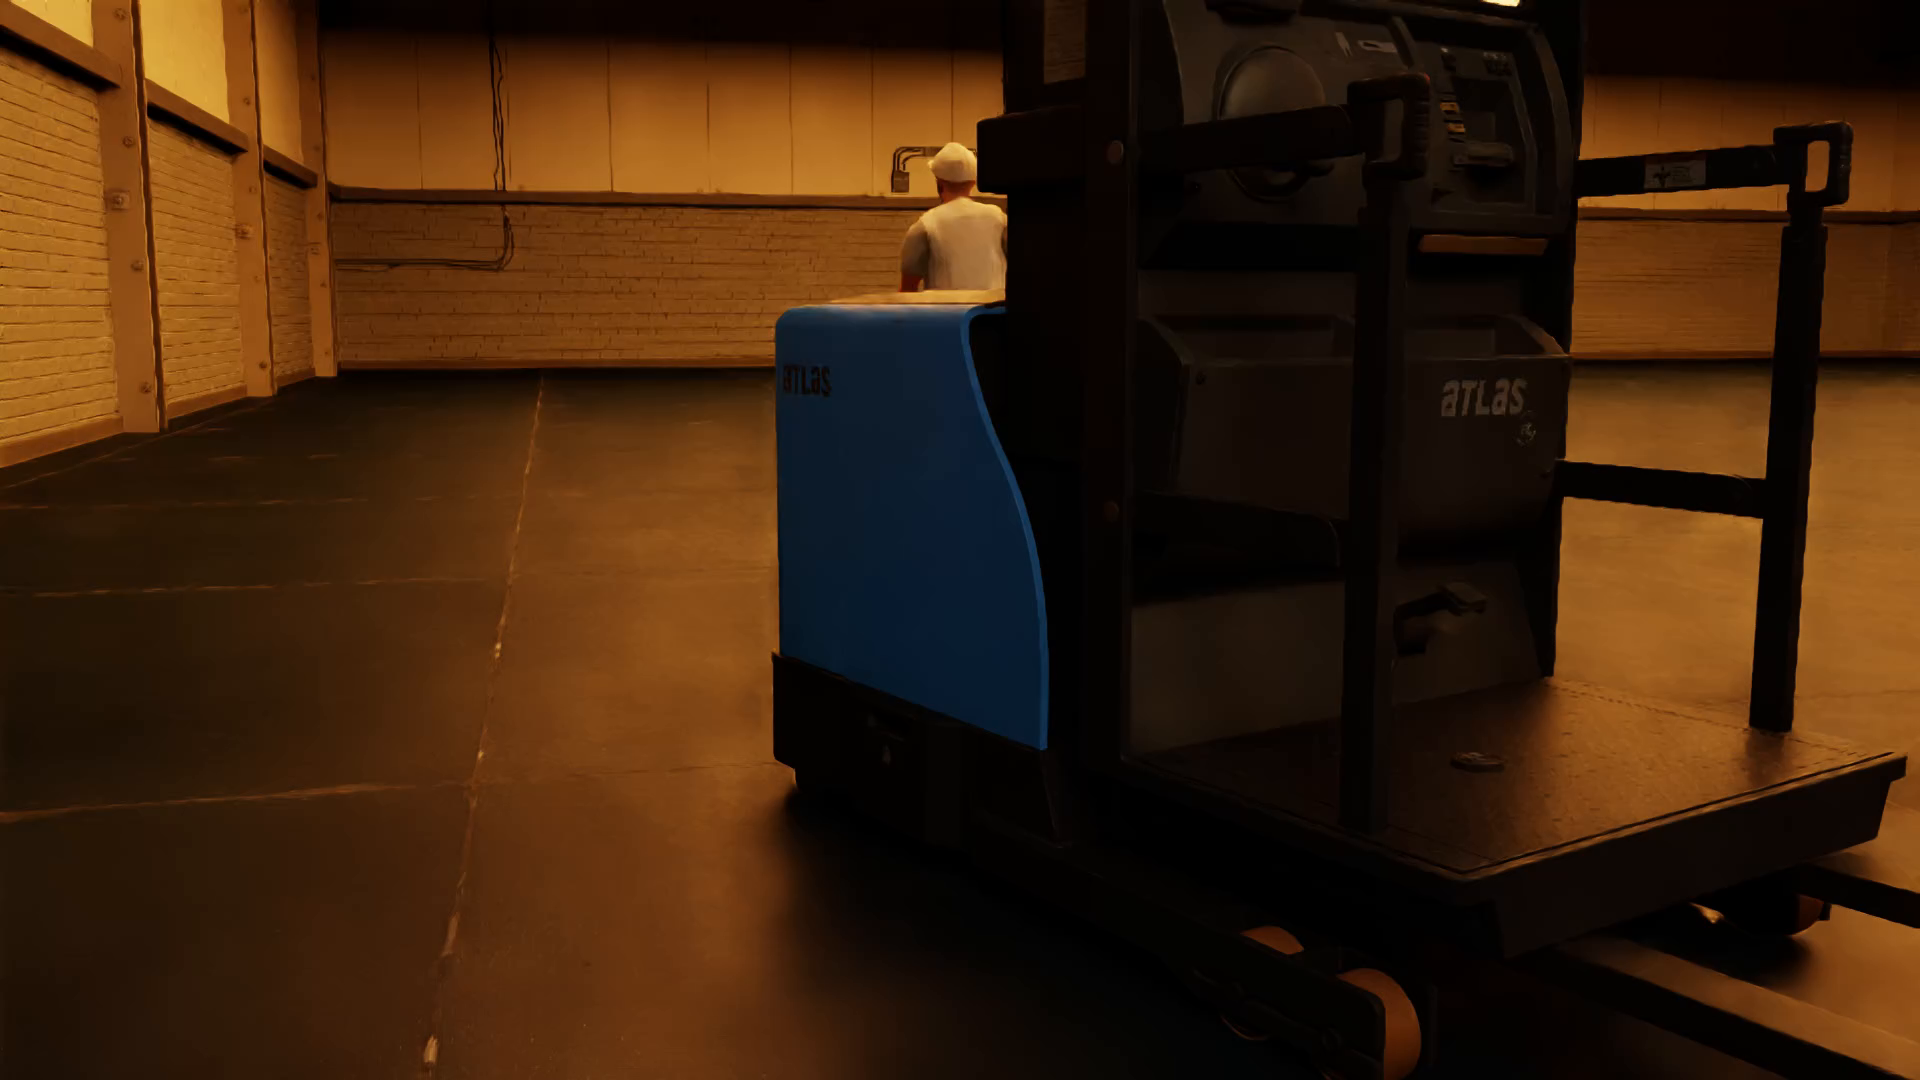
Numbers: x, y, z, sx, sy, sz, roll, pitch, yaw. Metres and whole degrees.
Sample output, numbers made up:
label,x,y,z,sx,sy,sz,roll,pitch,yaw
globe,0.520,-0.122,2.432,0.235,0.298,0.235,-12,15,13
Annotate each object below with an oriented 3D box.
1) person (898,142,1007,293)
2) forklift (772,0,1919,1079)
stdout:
label,x,y,z,sx,sy,sz,roll,pitch,yaw
person,-0.008,-0.904,7.662,0.637,1.787,0.563,-2,8,-13
forklift,0.816,-0.767,2.615,1.130,2.935,3.031,-5,10,-33
